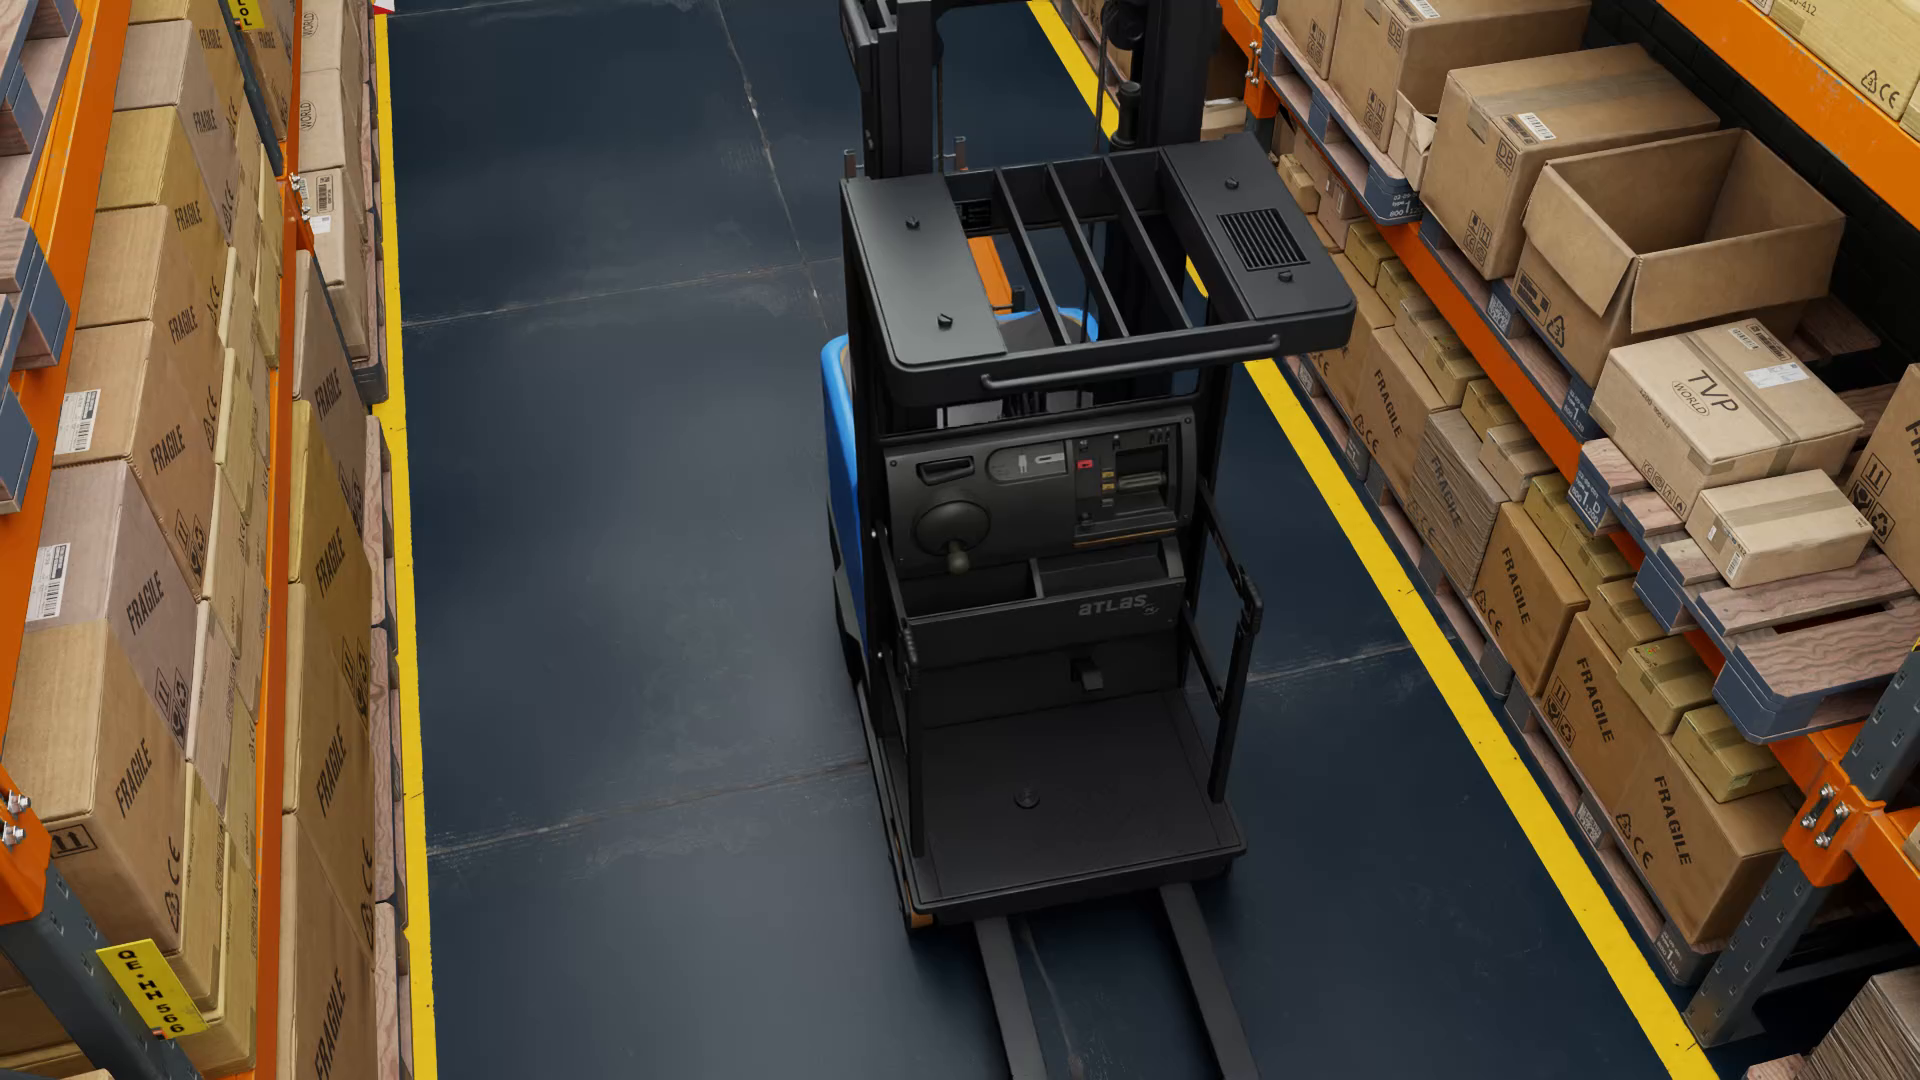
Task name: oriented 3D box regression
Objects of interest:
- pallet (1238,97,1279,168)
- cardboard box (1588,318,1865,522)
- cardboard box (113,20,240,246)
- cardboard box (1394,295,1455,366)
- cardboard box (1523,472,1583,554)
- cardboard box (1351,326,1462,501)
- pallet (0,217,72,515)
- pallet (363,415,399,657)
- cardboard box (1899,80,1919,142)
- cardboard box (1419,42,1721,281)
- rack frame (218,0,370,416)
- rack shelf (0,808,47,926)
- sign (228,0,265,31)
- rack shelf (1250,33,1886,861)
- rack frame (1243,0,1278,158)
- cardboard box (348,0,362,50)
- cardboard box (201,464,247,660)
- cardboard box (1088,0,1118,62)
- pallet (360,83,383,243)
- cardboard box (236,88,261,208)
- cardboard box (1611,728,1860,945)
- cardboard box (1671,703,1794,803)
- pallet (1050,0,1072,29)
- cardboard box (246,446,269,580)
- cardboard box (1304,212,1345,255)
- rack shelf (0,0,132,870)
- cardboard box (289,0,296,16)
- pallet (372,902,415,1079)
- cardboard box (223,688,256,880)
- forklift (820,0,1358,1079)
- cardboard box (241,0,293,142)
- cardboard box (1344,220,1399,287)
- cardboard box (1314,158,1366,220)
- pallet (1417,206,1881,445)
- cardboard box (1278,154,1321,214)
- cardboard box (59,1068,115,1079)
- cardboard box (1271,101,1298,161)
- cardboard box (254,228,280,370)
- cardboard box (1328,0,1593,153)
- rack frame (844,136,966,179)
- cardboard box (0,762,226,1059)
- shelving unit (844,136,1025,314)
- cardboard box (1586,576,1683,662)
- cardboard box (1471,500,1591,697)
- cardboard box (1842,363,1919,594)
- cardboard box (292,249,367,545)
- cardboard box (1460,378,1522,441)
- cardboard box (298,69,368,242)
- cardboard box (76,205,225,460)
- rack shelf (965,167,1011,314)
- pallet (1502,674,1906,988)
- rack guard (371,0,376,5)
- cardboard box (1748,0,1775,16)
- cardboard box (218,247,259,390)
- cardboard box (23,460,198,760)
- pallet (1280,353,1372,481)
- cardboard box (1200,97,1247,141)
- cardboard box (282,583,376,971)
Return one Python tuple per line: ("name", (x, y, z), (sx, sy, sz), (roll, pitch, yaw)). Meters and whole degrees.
("pallet", (1.584, -1.851, 8.416), (1.003, 0.211, 1.213), (-11, 47, -10))
("cardboard box", (2.200, -0.355, 4.808), (0.500, 0.250, 0.500), (-13, 47, -12))
("cardboard box", (-2.542, -1.209, 5.065), (0.500, 0.500, 0.500), (-10, 46, -10))
("cardboard box", (1.927, -0.837, 6.472), (0.380, 0.149, 0.250), (-11, 47, -10))
("cardboard box", (2.199, -0.120, 5.769), (0.380, 0.149, 0.250), (-11, 47, -11))
("cardboard box", (1.935, -0.538, 6.634), (0.500, 0.500, 0.500), (-12, 47, -11))
("pallet", (-2.230, -0.099, 2.779), (1.213, 0.211, 1.003), (-9, 46, -8))
("pallet", (-2.768, 0.052, 6.551), (1.003, 0.211, 1.213), (-11, 47, -10))
("cardboard box", (2.417, -0.898, 3.535), (0.500, 0.250, 0.500), (-12, 47, -12))
("cardboard box", (2.000, -1.260, 5.521), (0.700, 0.500, 0.500), (-11, 47, -11))
("rack frame", (-3.038, -1.442, 6.063), (1.000, 3.000, 0.127), (-11, 47, -10))
("rack shelf", (-1.502, 1.902, 1.189), (1.077, 0.370, 4.000), (-11, 47, -10))
("sign", (-2.516, -1.926, 5.782), (0.100, 0.325, 0.005), (-11, 47, -10))
("rack shelf", (2.271, -0.720, 5.859), (1.077, 0.370, 4.000), (-11, 47, -10))
("rack frame", (1.759, -2.353, 6.955), (1.000, 3.000, 0.127), (-11, 47, -10))
("cardboard box", (-3.797, -3.017, 9.106), (0.875, 0.438, 0.875), (-12, 47, -12))
("cardboard box", (-2.152, 0.098, 4.308), (0.500, 0.250, 0.500), (-11, 47, -10))
("cardboard box", (1.020, -2.966, 9.013), (0.500, 0.500, 0.500), (-10, 46, -10))
("pallet", (-3.473, -1.850, 8.415), (1.003, 0.211, 1.213), (-11, 47, -10))
("cardboard box", (-2.690, -1.305, 5.684), (0.500, 0.250, 0.500), (-11, 47, -10))
("cardboard box", (2.467, 0.884, 5.239), (0.500, 0.500, 0.500), (-9, 46, -9))
("cardboard box", (2.412, 0.615, 5.049), (0.380, 0.149, 0.250), (-13, 47, -12))
("pallet", (0.959, -3.535, 10.067), (1.003, 0.211, 1.213), (-11, 47, -10))
("cardboard box", (-2.303, -0.067, 4.820), (0.500, 0.250, 0.500), (-11, 47, -10))
("cardboard box", (1.665, -1.250, 7.331), (0.500, 0.500, 0.500), (-9, 46, -9))
("rack shelf", (-2.526, -0.860, 3.896), (1.077, 0.370, 4.000), (-11, 47, -10))
("cardboard box", (-3.151, -2.542, 7.071), (0.500, 0.500, 0.500), (-10, 47, -10))
("pallet", (-2.143, 1.737, 4.900), (1.003, 0.211, 1.213), (-11, 47, -10))
("cardboard box", (-2.045, 0.637, 4.131), (0.500, 0.250, 0.500), (-12, 47, -11))
("forklift", (0.292, -0.047, 4.744), (1.130, 2.935, 3.031), (-9, 46, -8))
("cardboard box", (-2.905, -1.849, 6.392), (0.500, 0.500, 0.500), (-9, 46, -9))
("cardboard box", (1.816, -1.203, 6.831), (0.380, 0.149, 0.250), (-13, 47, -12))
("cardboard box", (1.706, -1.489, 6.903), (0.380, 0.149, 0.250), (-13, 47, -12))
("pallet", (2.281, -0.866, 5.632), (1.003, 0.211, 1.213), (-11, 47, -10))
("cardboard box", (1.594, -1.555, 7.176), (0.380, 0.149, 0.250), (-9, 46, -8))
("cardboard box", (-1.629, 1.296, 2.807), (0.500, 0.500, 0.500), (-12, 47, -11))
("cardboard box", (1.818, -2.058, 8.255), (0.500, 0.311, 0.500), (-9, 46, -9))
("cardboard box", (-2.551, -0.775, 5.514), (0.500, 0.250, 0.500), (-11, 47, -11))
("cardboard box", (1.799, -1.802, 6.052), (0.700, 0.500, 0.500), (-10, 46, -10))
("rack frame", (-0.223, -1.207, 7.145), (0.500, 1.125, 0.032), (-9, 46, -8))
("cardboard box", (-1.905, 0.802, 3.619), (0.500, 0.250, 0.500), (-11, 47, -11))
("shelving unit", (-0.117, -0.852, 6.797), (0.538, 1.125, 1.048), (-9, 46, -8))
("cardboard box", (2.287, 0.243, 5.414), (0.380, 0.149, 0.250), (-12, 47, -12))
("cardboard box", (2.212, 0.176, 5.933), (0.500, 0.500, 0.500), (-9, 46, -9))
("cardboard box", (2.802, -0.157, 4.439), (0.500, 0.500, 0.500), (-9, 46, -8))
("cardboard box", (-2.802, -0.432, 6.267), (0.875, 0.875, 0.875), (-9, 46, -9))
("cardboard box", (2.086, -0.484, 6.126), (0.380, 0.149, 0.250), (-11, 47, -10))
("cardboard box", (-3.325, -1.764, 7.878), (0.875, 0.438, 0.875), (-12, 47, -11))
("cardboard box", (-2.284, -0.501, 4.370), (0.500, 0.500, 0.500), (-10, 46, -10))
("rack shelf", (-0.117, -1.057, 6.588), (0.538, 0.278, 1.000), (-9, 46, -8))
("pallet", (2.628, 0.863, 5.757), (1.003, 0.211, 1.213), (-11, 47, -10))
("rack guard", (-4.068, -3.346, 9.679), (1.175, 0.500, 0.348), (-11, 47, -10))
("cardboard box", (2.159, -1.591, 4.213), (0.500, 0.250, 0.500), (-11, 47, -10))
("cardboard box", (-2.417, -0.605, 4.997), (0.500, 0.250, 0.500), (-10, 46, -9))
("cardboard box", (-2.041, 0.208, 3.676), (0.500, 0.500, 0.500), (-11, 47, -10))
("pallet", (2.004, -0.822, 7.408), (1.003, 0.211, 1.213), (-11, 47, -10))
("cardboard box", (1.241, -2.120, 8.348), (0.396, 0.266, 0.258), (-9, 46, -9))
("cardboard box", (-2.335, 0.807, 5.052), (0.875, 0.875, 0.875), (-10, 46, -10))
